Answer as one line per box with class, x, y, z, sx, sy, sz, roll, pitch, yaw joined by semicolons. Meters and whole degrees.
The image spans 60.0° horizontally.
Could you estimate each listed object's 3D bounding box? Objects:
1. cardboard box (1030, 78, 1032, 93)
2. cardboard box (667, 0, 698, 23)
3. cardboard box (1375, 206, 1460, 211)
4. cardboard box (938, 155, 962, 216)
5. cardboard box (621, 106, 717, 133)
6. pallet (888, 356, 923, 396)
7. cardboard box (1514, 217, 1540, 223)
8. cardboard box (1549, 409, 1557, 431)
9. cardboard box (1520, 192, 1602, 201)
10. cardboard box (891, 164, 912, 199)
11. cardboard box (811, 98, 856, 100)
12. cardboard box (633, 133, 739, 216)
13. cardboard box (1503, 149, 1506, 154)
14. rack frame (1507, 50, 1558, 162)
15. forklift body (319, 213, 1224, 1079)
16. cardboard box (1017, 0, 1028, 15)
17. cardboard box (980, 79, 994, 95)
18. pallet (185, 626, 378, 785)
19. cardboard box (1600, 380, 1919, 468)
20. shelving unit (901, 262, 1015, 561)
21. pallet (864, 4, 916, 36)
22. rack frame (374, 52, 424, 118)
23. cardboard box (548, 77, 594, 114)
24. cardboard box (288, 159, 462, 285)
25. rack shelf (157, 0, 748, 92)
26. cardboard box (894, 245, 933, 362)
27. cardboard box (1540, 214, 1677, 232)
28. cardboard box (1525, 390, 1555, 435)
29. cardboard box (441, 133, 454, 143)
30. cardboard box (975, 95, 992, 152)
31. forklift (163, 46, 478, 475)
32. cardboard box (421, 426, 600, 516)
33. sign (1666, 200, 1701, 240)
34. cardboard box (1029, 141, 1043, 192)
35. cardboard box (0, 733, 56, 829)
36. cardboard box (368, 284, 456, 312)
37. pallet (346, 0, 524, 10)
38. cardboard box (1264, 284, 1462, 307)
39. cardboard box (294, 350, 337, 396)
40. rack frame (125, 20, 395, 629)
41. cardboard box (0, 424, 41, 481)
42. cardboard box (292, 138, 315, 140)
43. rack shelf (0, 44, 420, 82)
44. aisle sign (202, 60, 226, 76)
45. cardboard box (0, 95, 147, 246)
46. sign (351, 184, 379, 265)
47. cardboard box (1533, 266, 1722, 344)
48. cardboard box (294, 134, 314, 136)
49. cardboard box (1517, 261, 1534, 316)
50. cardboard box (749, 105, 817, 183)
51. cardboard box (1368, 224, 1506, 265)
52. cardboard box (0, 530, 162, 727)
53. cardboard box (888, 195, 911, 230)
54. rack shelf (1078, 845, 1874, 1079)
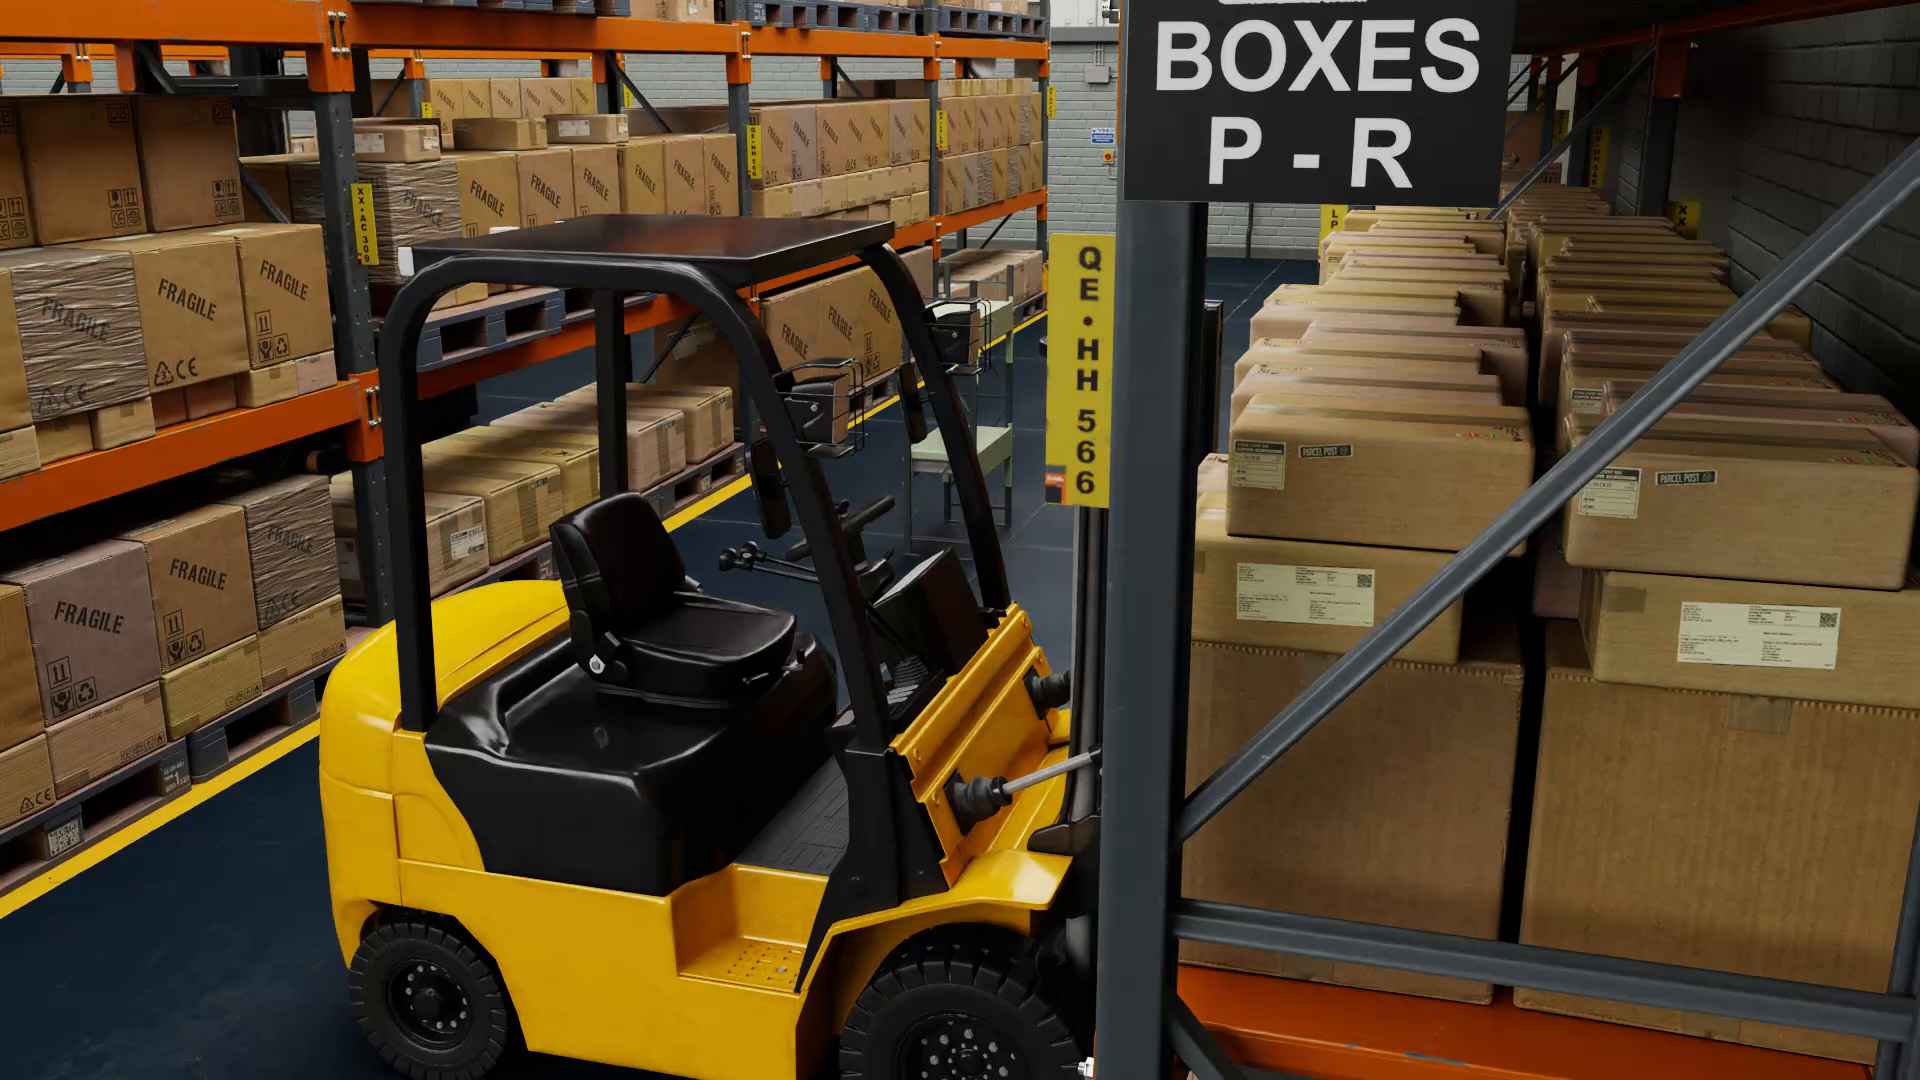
cardboard box;0.546;-4.783;17.490;0.380;0.149;0.250;5;17;17
cardboard box;-1.769;-3.116;9.781;0.380;0.149;0.250;5;16;16
cardboard box;2.025;-1.406;7.419;0.380;0.149;0.250;4;16;14
cardboard box;-0.297;-3.155;14.773;0.500;0.500;0.500;5;17;18
cardboard box;-1.922;-2.643;11.134;0.500;0.500;0.500;4;16;14
pallet;-0.828;-1.455;14.073;1.003;0.211;1.213;5;16;16
cardboard box;2.457;-1.226;6.783;0.380;0.149;0.250;5;16;16
cardboard box;1.471;-0.309;3.550;0.380;0.149;0.250;5;16;16
cardboard box;2.942;-1.624;8.185;0.380;0.149;0.250;4;16;15
cardboard box;-0.708;-2.907;13.441;0.500;0.250;0.500;5;17;17
cardboard box;-1.082;-3.441;13.948;0.500;0.500;0.500;5;17;17
cardboard box;-1.681;-2.211;10.129;0.500;0.500;0.500;4;16;14
cardboard box;3.357;-2.421;11.414;0.700;0.500;0.500;5;16;16
rack frame;4.079;-2.621;13.072;1.000;3.000;0.127;5;16;16
forklift body;-0.542;0.290;4.367;2.313;2.155;1.214;5;16;16
cardboard box;0.414;-5.547;17.215;0.500;0.250;0.500;3;16;11
cardboard box;0.108;-4.305;15.807;0.380;0.149;0.250;5;16;16
pallet;-3.112;0.608;6.798;1.003;0.211;1.213;5;16;16
cardboard box;1.105;-0.120;2.340;0.380;0.149;0.250;5;17;18
shelving unit;-0.002;-0.720;9.119;0.431;1.500;0.755;5;16;16
pallet;-0.894;-4.112;13.183;0.805;0.209;1.217;4;16;14
rack frame;-5.456;-3.362;15.685;1.000;3.000;0.127;5;16;16
cardboard box;-4.355;-4.809;18.227;0.500;0.500;0.500;4;16;14
cardboard box;-2.546;-1.405;7.289;0.500;0.500;0.500;5;17;17
rack shelf;-2.386;-2.532;8.580;1.077;0.370;4.000;5;16;16
cardboard box;-0.781;-2.016;14.064;0.875;0.875;0.875;5;17;18
cardboard box;2.004;-0.924;5.173;0.380;0.149;0.250;5;16;16
cardboard box;1.493;-0.039;3.785;0.500;0.500;0.500;5;17;17
cardboard box;-5.073;-3.663;16.019;0.500;0.500;0.500;4;16;15
cardboard box;-0.008;-3.904;15.582;0.500;0.500;0.500;5;17;17
forklift;-4.549;-1.956;10.853;1.130;2.935;3.031;5;17;18
cardboard box;-2.411;-0.357;9.138;0.950;0.372;0.625;5;17;18
sign;2.338;-0.940;5.413;0.100;0.325;0.005;5;16;16
cardboard box;0.572;-3.952;17.584;0.500;0.500;0.500;5;17;16
cardboard box;-3.302;0.789;5.319;0.500;0.250;0.500;6;17;20
cardboard box;-2.495;-1.113;7.447;0.380;0.149;0.250;5;17;17
pallet;-2.677;-2.418;7.203;1.213;0.211;1.003;5;16;16
cardboard box;0.835;-0.436;3.453;0.380;0.149;0.250;5;17;17
cardboard box;-2.754;-0.683;6.701;0.380;0.149;0.250;4;16;15
rack frame;-2.955;-0.912;7.046;1.000;3.000;0.127;5;16;16
cardboard box;-3.179;-0.282;5.288;0.380;0.149;0.250;5;17;16
cardboard box;-5.608;-3.403;14.429;0.380;0.149;0.250;5;16;16
rack shelf;-6.024;-3.936;13.529;1.077;0.370;4.000;5;16;16
aisle sign;-9.313;-6.112;20.618;0.394;0.787;0.004;5;16;16
cardboard box;-3.454;-1.354;6.044;0.700;0.500;0.500;5;17;16
sign;-2.432;-1.288;6.787;0.100;0.325;0.005;5;16;16
cardboard box;1.508;-0.528;3.775;0.380;0.149;0.250;5;17;17
cardboard box;-6.009;-3.662;15.344;0.380;0.149;0.250;6;17;19
cardboard box;1.960;-0.784;5.224;0.380;0.149;0.250;5;16;16
cardboard box;-1.312;-2.728;11.434;0.500;0.500;0.500;5;16;16
cardboard box;1.379;-0.828;4.833;0.380;0.149;0.250;4;16;15
cardboard box;-3.152;0.291;5.702;0.500;0.500;0.500;6;17;19
cardboard box;-0.713;-2.662;13.494;0.500;0.250;0.500;4;16;15
rack shelf;1.237;0.342;3.946;1.077;0.370;4.000;5;16;16
